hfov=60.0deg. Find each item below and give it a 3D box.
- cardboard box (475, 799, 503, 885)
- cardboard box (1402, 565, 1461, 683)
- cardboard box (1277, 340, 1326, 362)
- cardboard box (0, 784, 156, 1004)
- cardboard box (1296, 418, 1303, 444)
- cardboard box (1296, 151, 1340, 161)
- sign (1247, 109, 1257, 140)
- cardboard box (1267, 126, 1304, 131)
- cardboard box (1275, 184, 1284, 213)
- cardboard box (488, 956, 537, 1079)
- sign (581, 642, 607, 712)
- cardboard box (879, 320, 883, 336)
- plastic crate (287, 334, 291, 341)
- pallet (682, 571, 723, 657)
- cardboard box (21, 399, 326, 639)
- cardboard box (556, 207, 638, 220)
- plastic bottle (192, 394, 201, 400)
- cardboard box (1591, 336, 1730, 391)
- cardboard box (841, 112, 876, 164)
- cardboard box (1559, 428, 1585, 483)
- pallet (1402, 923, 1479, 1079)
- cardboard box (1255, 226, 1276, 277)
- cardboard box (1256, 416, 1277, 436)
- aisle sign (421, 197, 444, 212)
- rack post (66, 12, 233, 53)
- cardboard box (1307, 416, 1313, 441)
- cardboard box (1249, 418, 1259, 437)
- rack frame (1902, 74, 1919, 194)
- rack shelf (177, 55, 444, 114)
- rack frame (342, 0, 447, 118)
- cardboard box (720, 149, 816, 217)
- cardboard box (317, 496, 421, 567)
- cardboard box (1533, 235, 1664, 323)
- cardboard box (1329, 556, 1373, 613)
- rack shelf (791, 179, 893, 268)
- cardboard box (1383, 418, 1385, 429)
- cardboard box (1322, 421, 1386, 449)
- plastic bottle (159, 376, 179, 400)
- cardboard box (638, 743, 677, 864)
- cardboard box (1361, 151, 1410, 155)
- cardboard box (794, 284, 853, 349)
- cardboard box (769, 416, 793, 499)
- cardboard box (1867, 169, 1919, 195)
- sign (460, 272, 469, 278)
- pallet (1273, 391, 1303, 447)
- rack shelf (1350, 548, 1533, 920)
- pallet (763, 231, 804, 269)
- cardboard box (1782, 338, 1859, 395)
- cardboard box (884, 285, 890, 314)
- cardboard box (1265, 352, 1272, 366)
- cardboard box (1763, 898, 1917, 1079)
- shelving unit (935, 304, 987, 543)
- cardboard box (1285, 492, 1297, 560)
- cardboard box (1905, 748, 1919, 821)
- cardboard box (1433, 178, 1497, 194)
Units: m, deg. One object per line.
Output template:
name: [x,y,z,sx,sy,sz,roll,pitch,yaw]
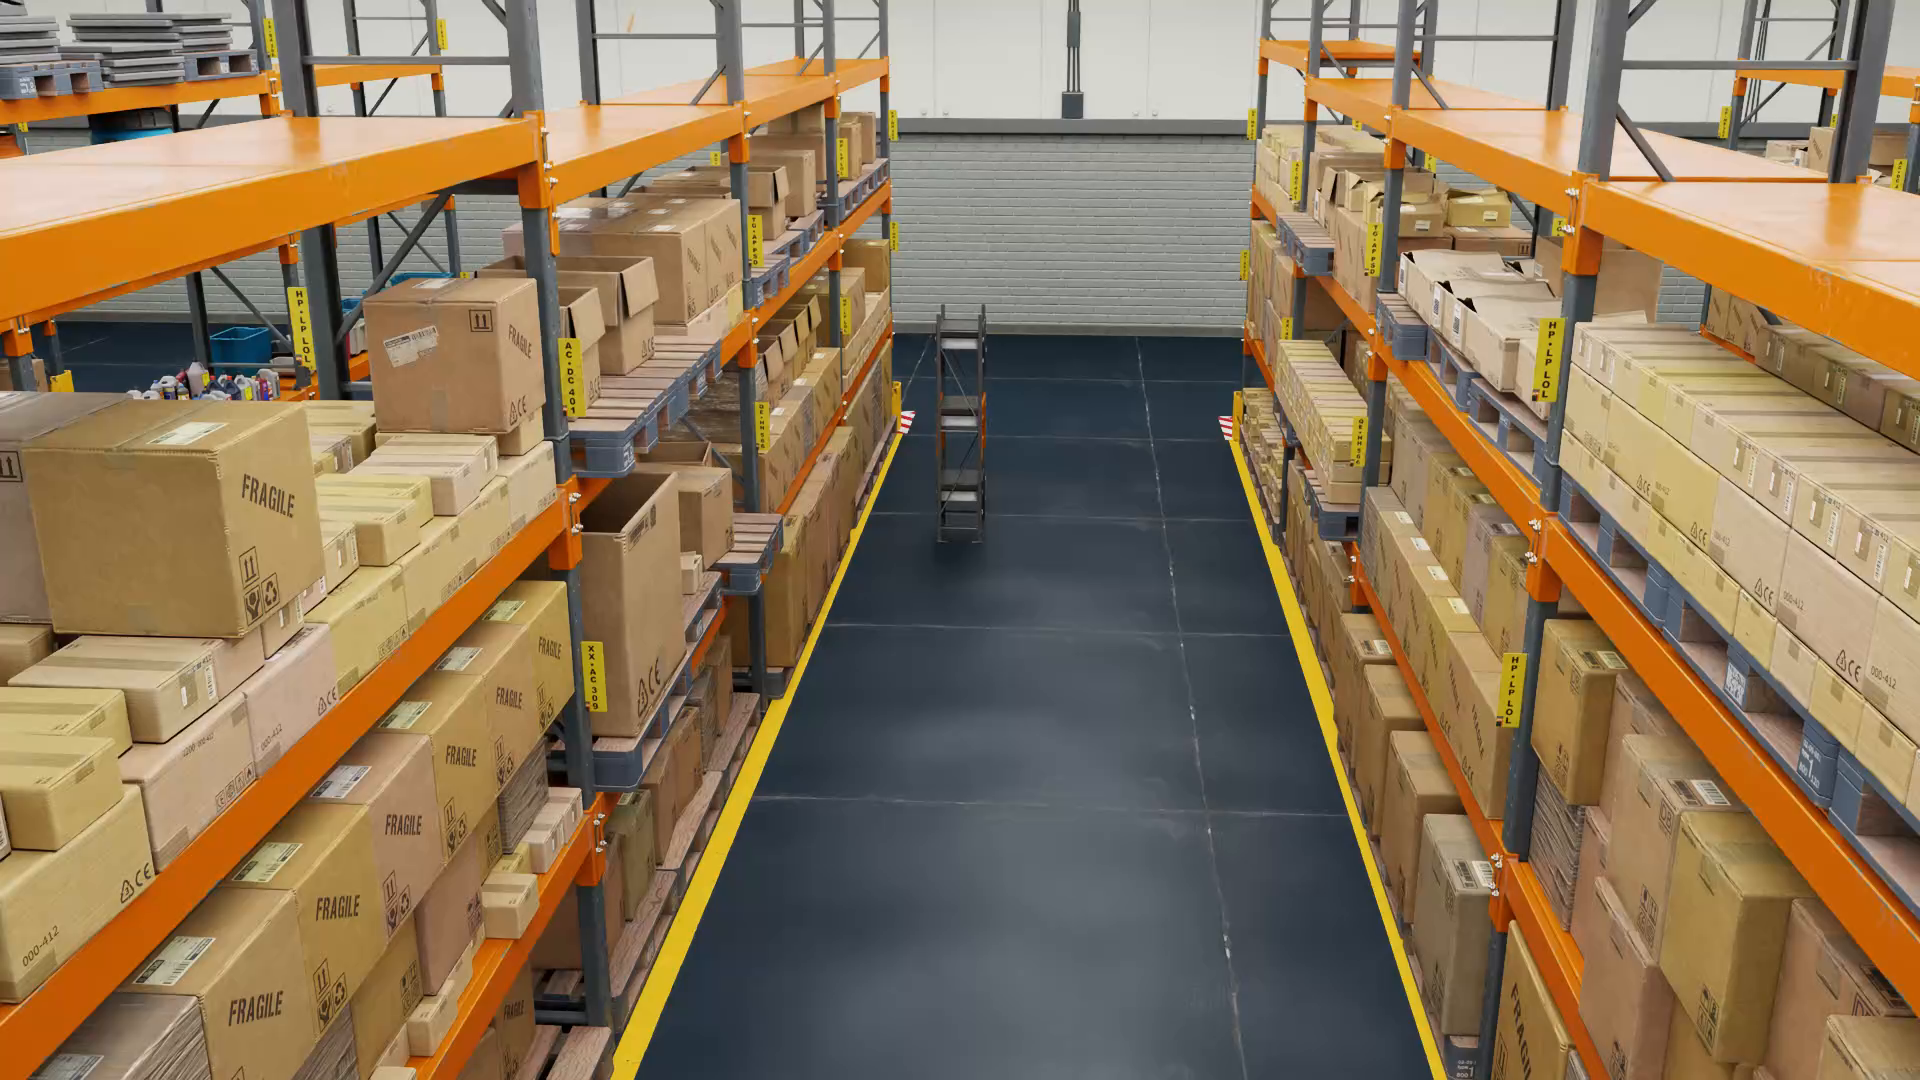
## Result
cardboard box: [-2.300,1.101,6.435,0.875,0.500,0.500,1,18,4]
cardboard box: [2.682,0.452,8.894,0.500,0.500,0.500,1,18,3]
cardboard box: [2.891,-1.597,14.079,0.380,0.149,0.250,2,18,7]
cardboard box: [-2.129,0.741,3.595,0.500,0.250,0.500,2,18,6]
cardboard box: [2.782,-0.830,12.695,0.380,0.149,0.250,0,18,1]
cardboard box: [3.137,-3.313,14.523,0.380,0.149,0.250,2,18,5]
sign: [3.124,-4.441,17.765,0.100,0.325,0.005,1,18,4]
cardboard box: [3.379,-4.195,17.216,0.380,0.149,0.250,2,18,6]
cardboard box: [3.228,-3.171,15.534,0.500,0.250,0.500,1,18,3]
cardboard box: [-2.204,2.108,7.338,0.500,0.500,0.500,1,18,2]
sign: [-1.593,0.595,7.226,0.100,0.325,0.005,1,18,4]
cardboard box: [-1.027,-2.256,17.722,0.380,0.149,0.250,2,18,5]
plastic crate: [-6.677,-2.049,17.014,0.293,0.136,0.466,1,18,4]
pallet: [-1.949,0.461,9.333,1.003,0.211,1.213,1,18,4]
cardboard box: [-2.046,-0.068,4.381,0.500,0.500,0.500,1,18,4]
cardboard box: [-2.178,-1.658,9.713,0.500,0.500,0.500,1,18,4]
plastic bottle: [-6.405,-1.093,13.975,0.097,0.271,0.097,0,18,0]
cardboard box: [2.423,-0.608,5.760,0.380,0.149,0.250,1,18,3]
cardboard box: [-1.258,-4.288,17.705,0.700,0.500,0.500,0,18,1]
cardboard box: [2.440,-0.309,6.126,0.380,0.149,0.250,1,18,3]
pallet: [2.785,2.223,8.128,1.003,0.211,1.213,1,18,4]
cardboard box: [3.338,-2.962,17.228,0.500,0.500,0.500,2,18,6]
cardboard box: [3.214,-1.151,16.895,0.380,0.149,0.250,2,18,5]
aisle sign: [-5.918,-4.092,18.746,0.394,0.787,0.004,1,18,4]
rack post: [-6.593,-4.152,13.592,0.937,0.300,0.954,1,18,3]
cardboard box: [2.745,-0.808,12.151,0.380,0.149,0.250,1,18,4]
cardboard box: [3.240,-1.178,17.455,0.380,0.149,0.250,2,18,6]
rack frame: [8.323,-4.118,13.364,1.000,3.000,0.127,1,18,4]
rack shelf: [-6.358,-4.539,16.447,1.077,0.370,4.000,1,18,4]
rack frame: [-6.215,-5.692,18.168,1.000,3.000,0.127,1,18,4]
cardboard box: [-1.593,-2.980,13.875,0.700,0.500,0.500,2,18,5]
cardboard box: [-1.959,-0.030,5.308,0.380,0.149,0.250,2,18,6]
cardboard box: [3.246,-1.277,8.518,0.500,0.500,0.500,1,18,4]
cardboard box: [2.879,0.310,11.622,0.500,0.250,0.500,1,18,3]
rack shelf: [-1.418,-3.193,16.514,1.077,0.370,4.000,1,18,4]
cardboard box: [3.457,-0.894,12.889,0.380,0.149,0.250,2,18,6]
cardboard box: [2.690,-0.707,11.363,0.380,0.149,0.250,1,18,3]
plastic bottle: [-6.941,-1.291,14.571,0.152,0.276,0.135,1,18,4]
cardboard box: [-1.977,1.464,9.273,0.700,0.500,0.500,0,18,-1]
cardboard box: [3.694,-3.296,14.471,0.380,0.149,0.250,1,18,2]
cardboard box: [-1.272,-2.057,15.270,0.500,0.500,0.500,1,18,4]
cardboard box: [-1.507,-0.598,12.098,0.500,0.500,0.500,1,18,2]
cardboard box: [8.050,-3.081,14.399,0.396,0.266,0.258,2,18,6]
sign: [-5.665,-2.911,19.055,0.100,0.325,0.005,1,18,4]
pallet: [3.179,-1.021,13.855,1.003,0.211,1.213,1,18,4]
rack shelf: [2.948,0.860,8.965,1.077,0.370,4.000,1,18,4]
pallet: [-1.778,-2.130,12.419,1.003,0.211,1.213,2,18,6]
cardboard box: [3.078,-0.594,5.716,0.380,0.149,0.250,1,18,4]
cardboard box: [-1.045,-2.644,18.265,0.500,0.250,0.500,1,18,3]
cardboard box: [3.206,-1.808,16.352,0.380,0.149,0.250,2,18,5]
cardboard box: [2.707,1.339,4.373,0.875,0.550,0.550,1,18,4]
shelving unit: [0.012,-1.049,15.080,0.431,2.100,0.503,1,18,4]
cardboard box: [3.061,-0.134,14.181,0.500,0.500,0.500,2,18,6]
cardboard box: [2.241,0.559,3.477,0.380,0.149,0.250,2,18,5]
cardboard box: [3.412,-2.300,11.245,0.396,0.266,0.258,1,18,4]
